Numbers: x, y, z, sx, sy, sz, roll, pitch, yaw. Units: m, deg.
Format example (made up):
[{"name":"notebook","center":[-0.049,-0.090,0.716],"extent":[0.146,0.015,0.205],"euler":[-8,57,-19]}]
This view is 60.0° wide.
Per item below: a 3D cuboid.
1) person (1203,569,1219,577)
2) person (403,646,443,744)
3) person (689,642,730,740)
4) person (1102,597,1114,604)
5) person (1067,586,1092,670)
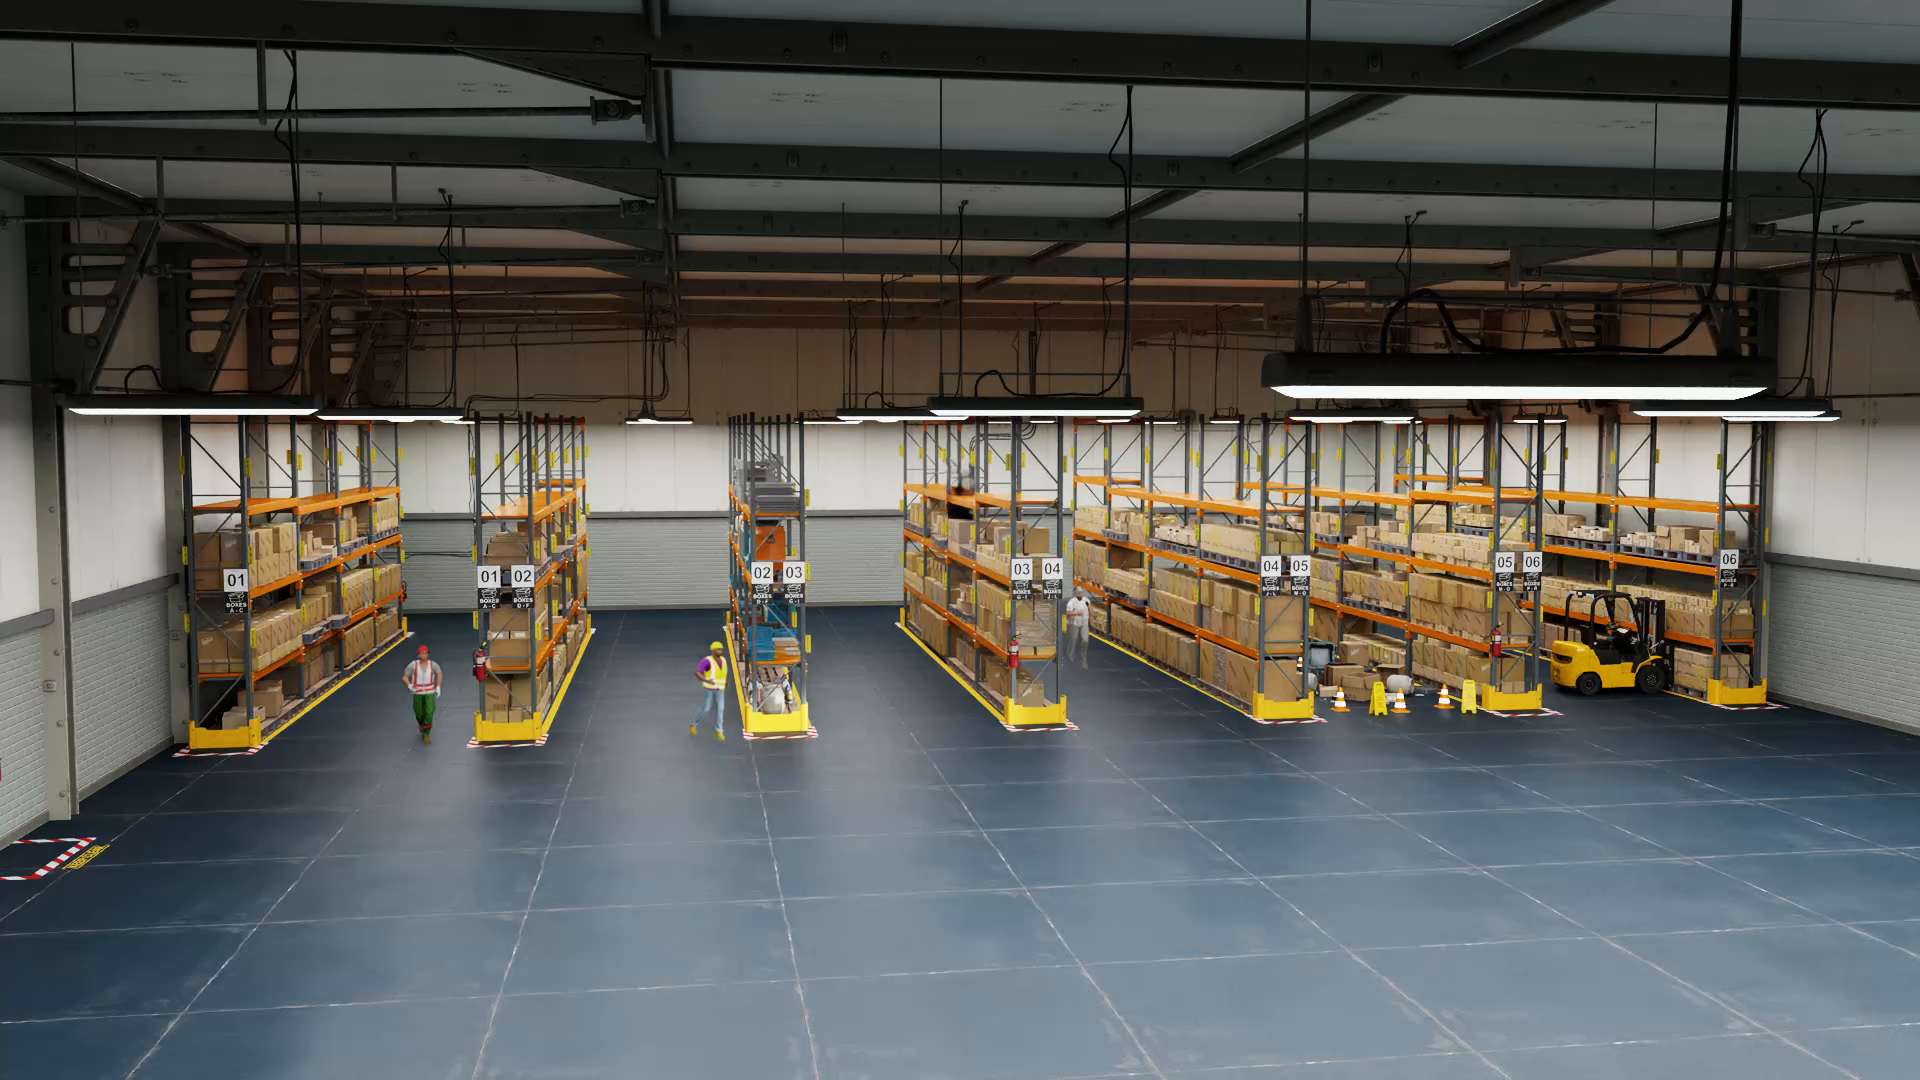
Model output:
[{"name":"person","center":[7.585,1.416,50.618],"extent":[0.744,1.828,0.696],"euler":[0,4,3]},{"name":"person","center":[-9.774,2.798,30.292],"extent":[0.697,1.758,0.662],"euler":[-2,4,-21]},{"name":"person","center":[-4.509,2.755,30.638],"extent":[0.759,1.746,0.963],"euler":[-3,5,-40]},{"name":"person","center":[4.476,1.557,49.654],"extent":[0.616,1.535,0.531],"euler":[3,5,35]},{"name":"person","center":[2.750,1.995,38.098],"extent":[0.673,1.908,0.846],"euler":[-1,4,-13]}]
